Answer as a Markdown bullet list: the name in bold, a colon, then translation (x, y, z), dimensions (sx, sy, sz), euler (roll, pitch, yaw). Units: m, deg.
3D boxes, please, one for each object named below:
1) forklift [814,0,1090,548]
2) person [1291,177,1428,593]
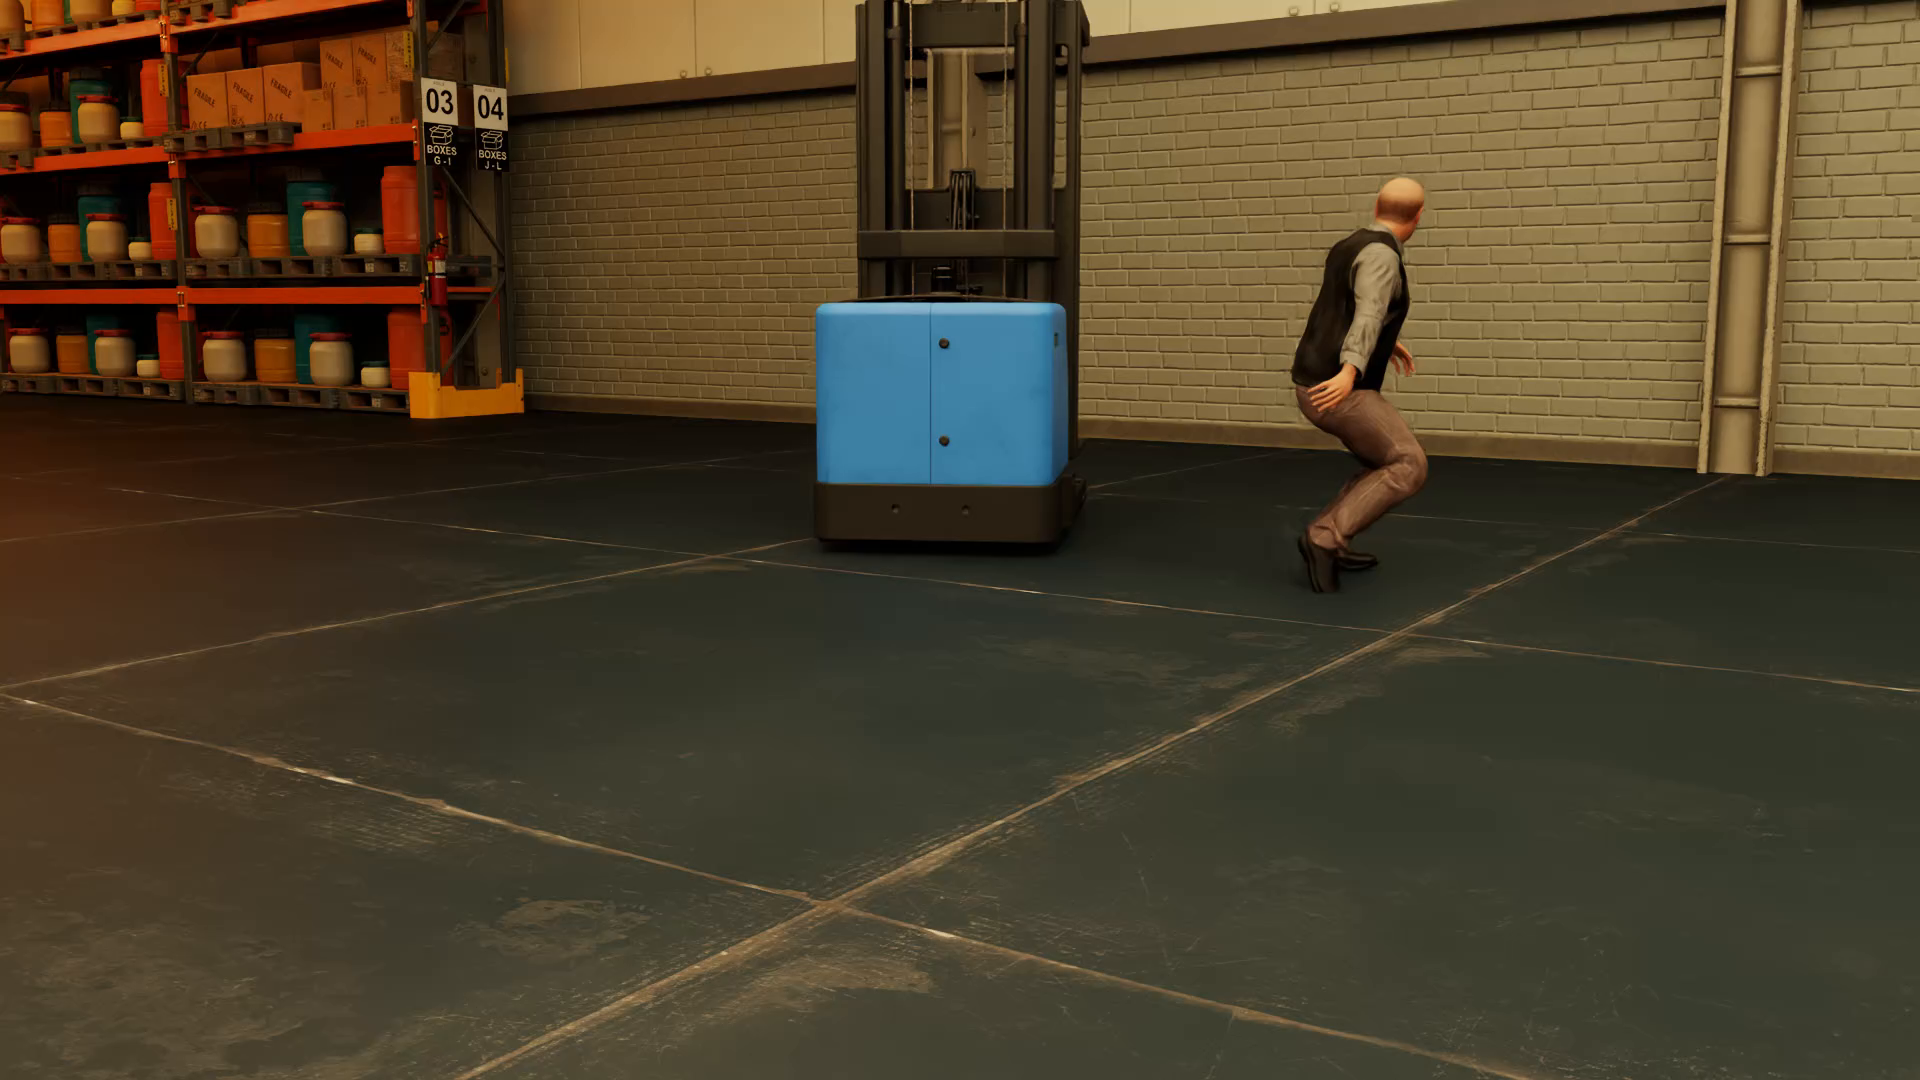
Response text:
- **forklift**: translation (0.074, -1.586, 8.349), dimensions (1.130, 2.935, 3.031), euler (1, 8, 7)
- **person**: translation (1.519, -0.568, 6.343), dimensions (0.502, 1.607, 0.967), euler (1, 8, 9)
